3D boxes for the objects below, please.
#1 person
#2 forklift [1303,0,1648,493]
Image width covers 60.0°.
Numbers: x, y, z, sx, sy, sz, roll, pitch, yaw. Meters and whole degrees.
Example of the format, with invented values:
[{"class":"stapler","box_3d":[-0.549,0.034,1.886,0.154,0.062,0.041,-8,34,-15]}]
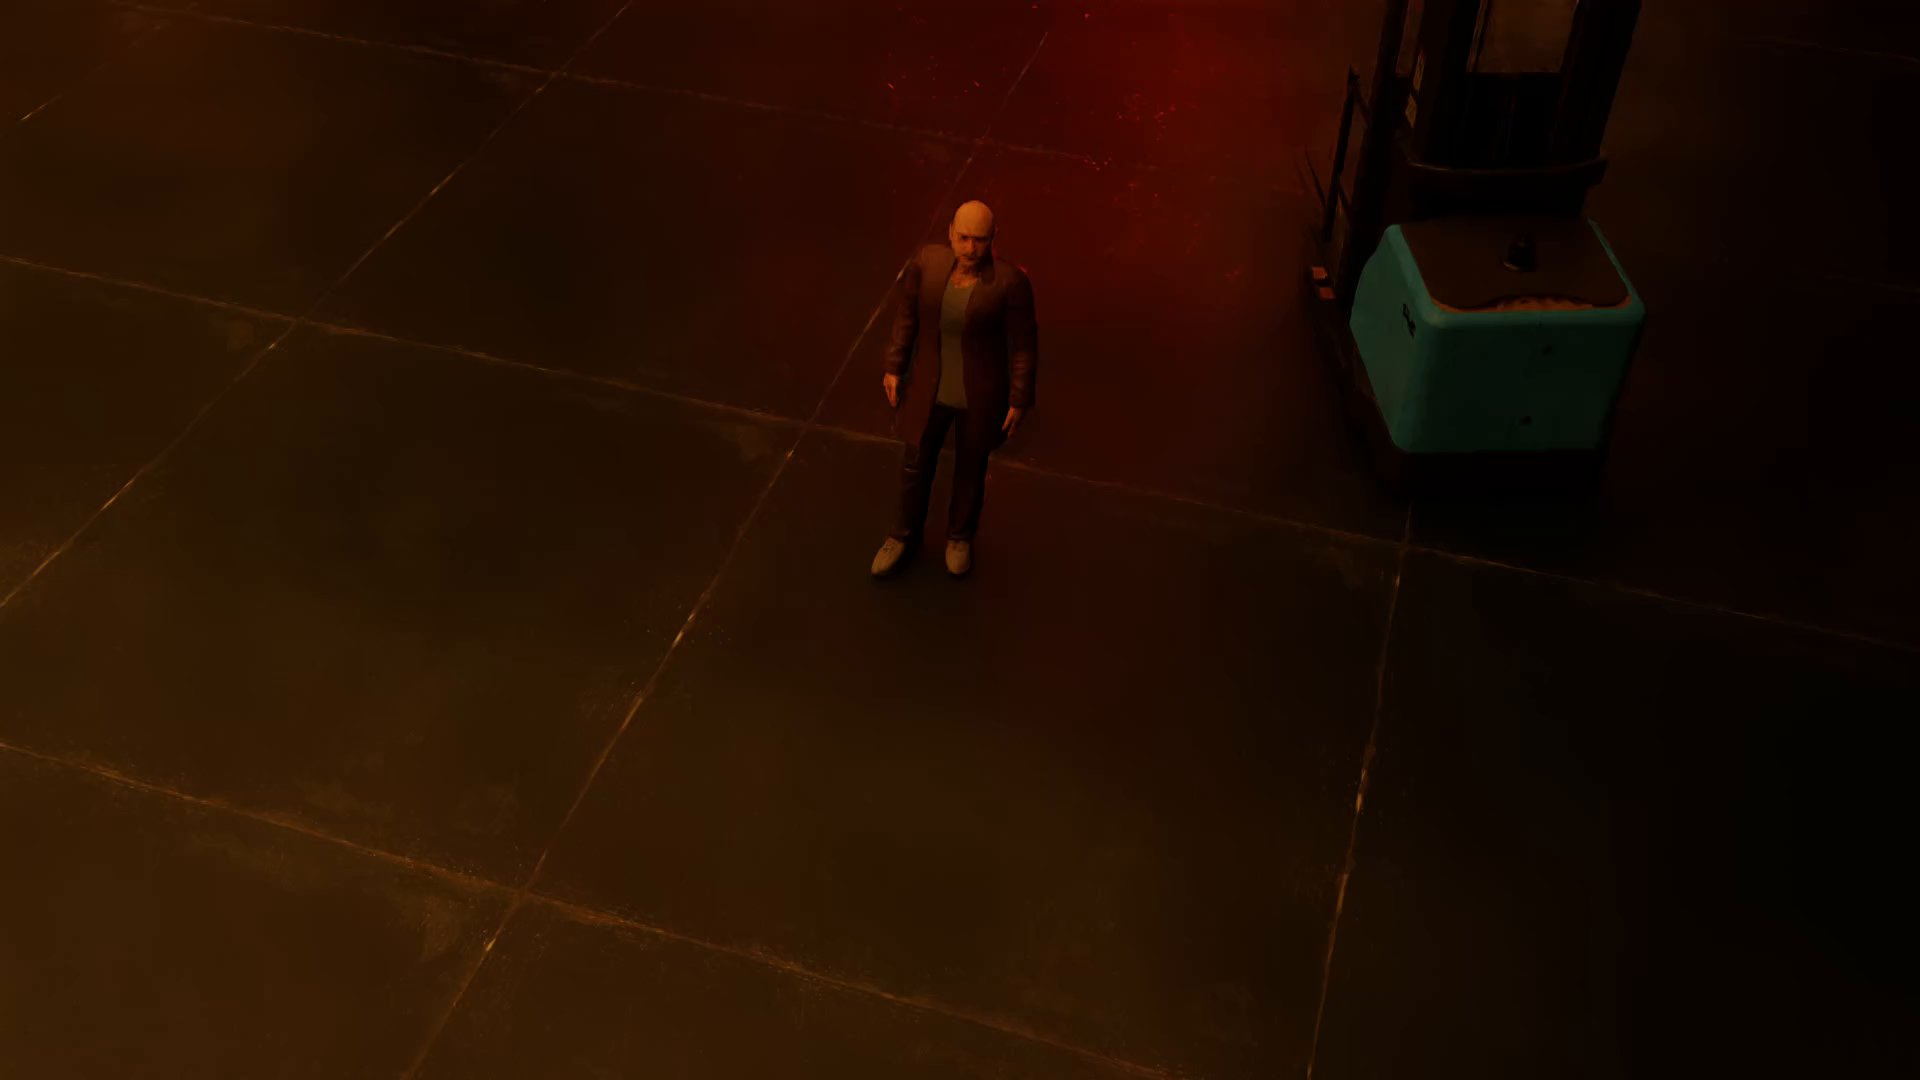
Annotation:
[{"class":"person","box_3d":[-0.032,-0.598,7.168,0.694,1.776,0.580,12,44,13]},{"class":"forklift","box_3d":[2.503,-2.288,8.148,1.130,2.935,3.031,-2,43,-2]}]
